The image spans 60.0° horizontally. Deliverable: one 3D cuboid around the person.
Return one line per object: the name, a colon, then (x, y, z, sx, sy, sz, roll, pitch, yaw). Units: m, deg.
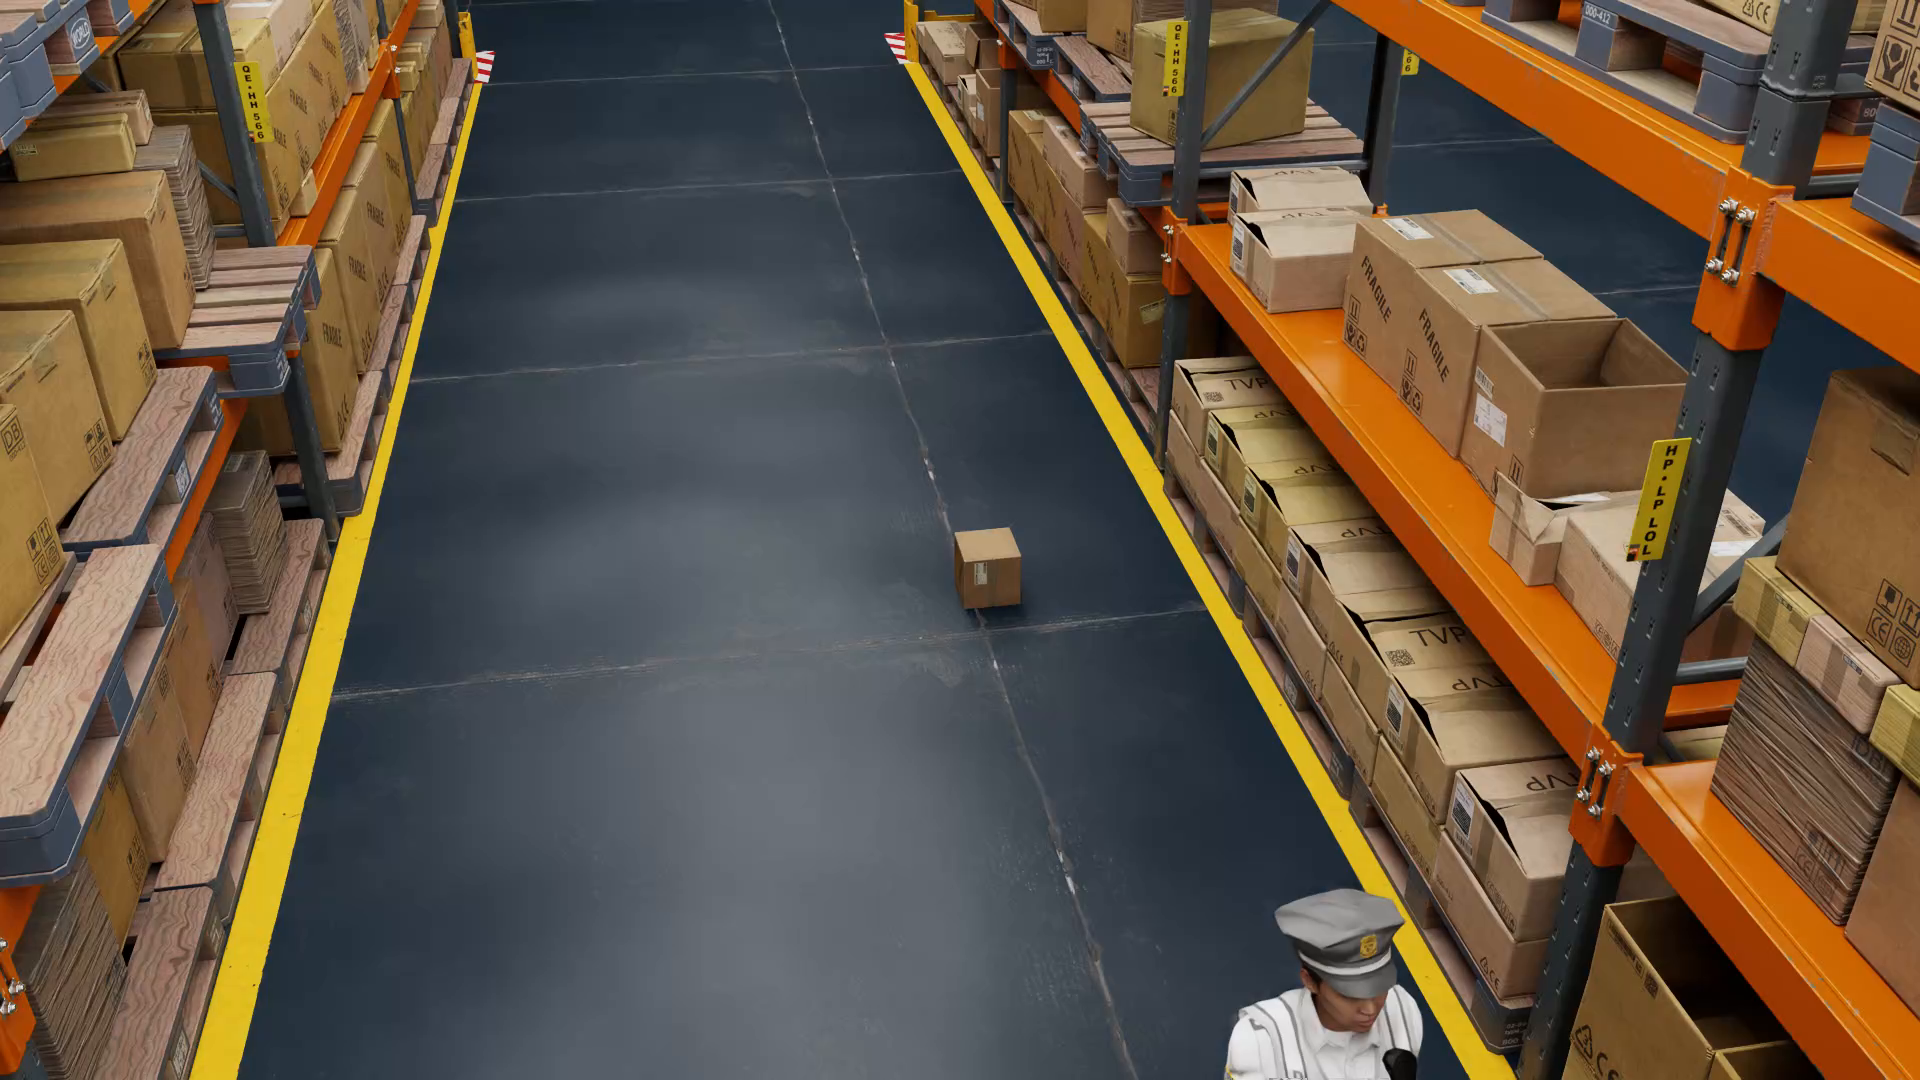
person: (0.783, 1.482, 3.599, 0.499, 1.628, 0.954, -4, 31, -7)
